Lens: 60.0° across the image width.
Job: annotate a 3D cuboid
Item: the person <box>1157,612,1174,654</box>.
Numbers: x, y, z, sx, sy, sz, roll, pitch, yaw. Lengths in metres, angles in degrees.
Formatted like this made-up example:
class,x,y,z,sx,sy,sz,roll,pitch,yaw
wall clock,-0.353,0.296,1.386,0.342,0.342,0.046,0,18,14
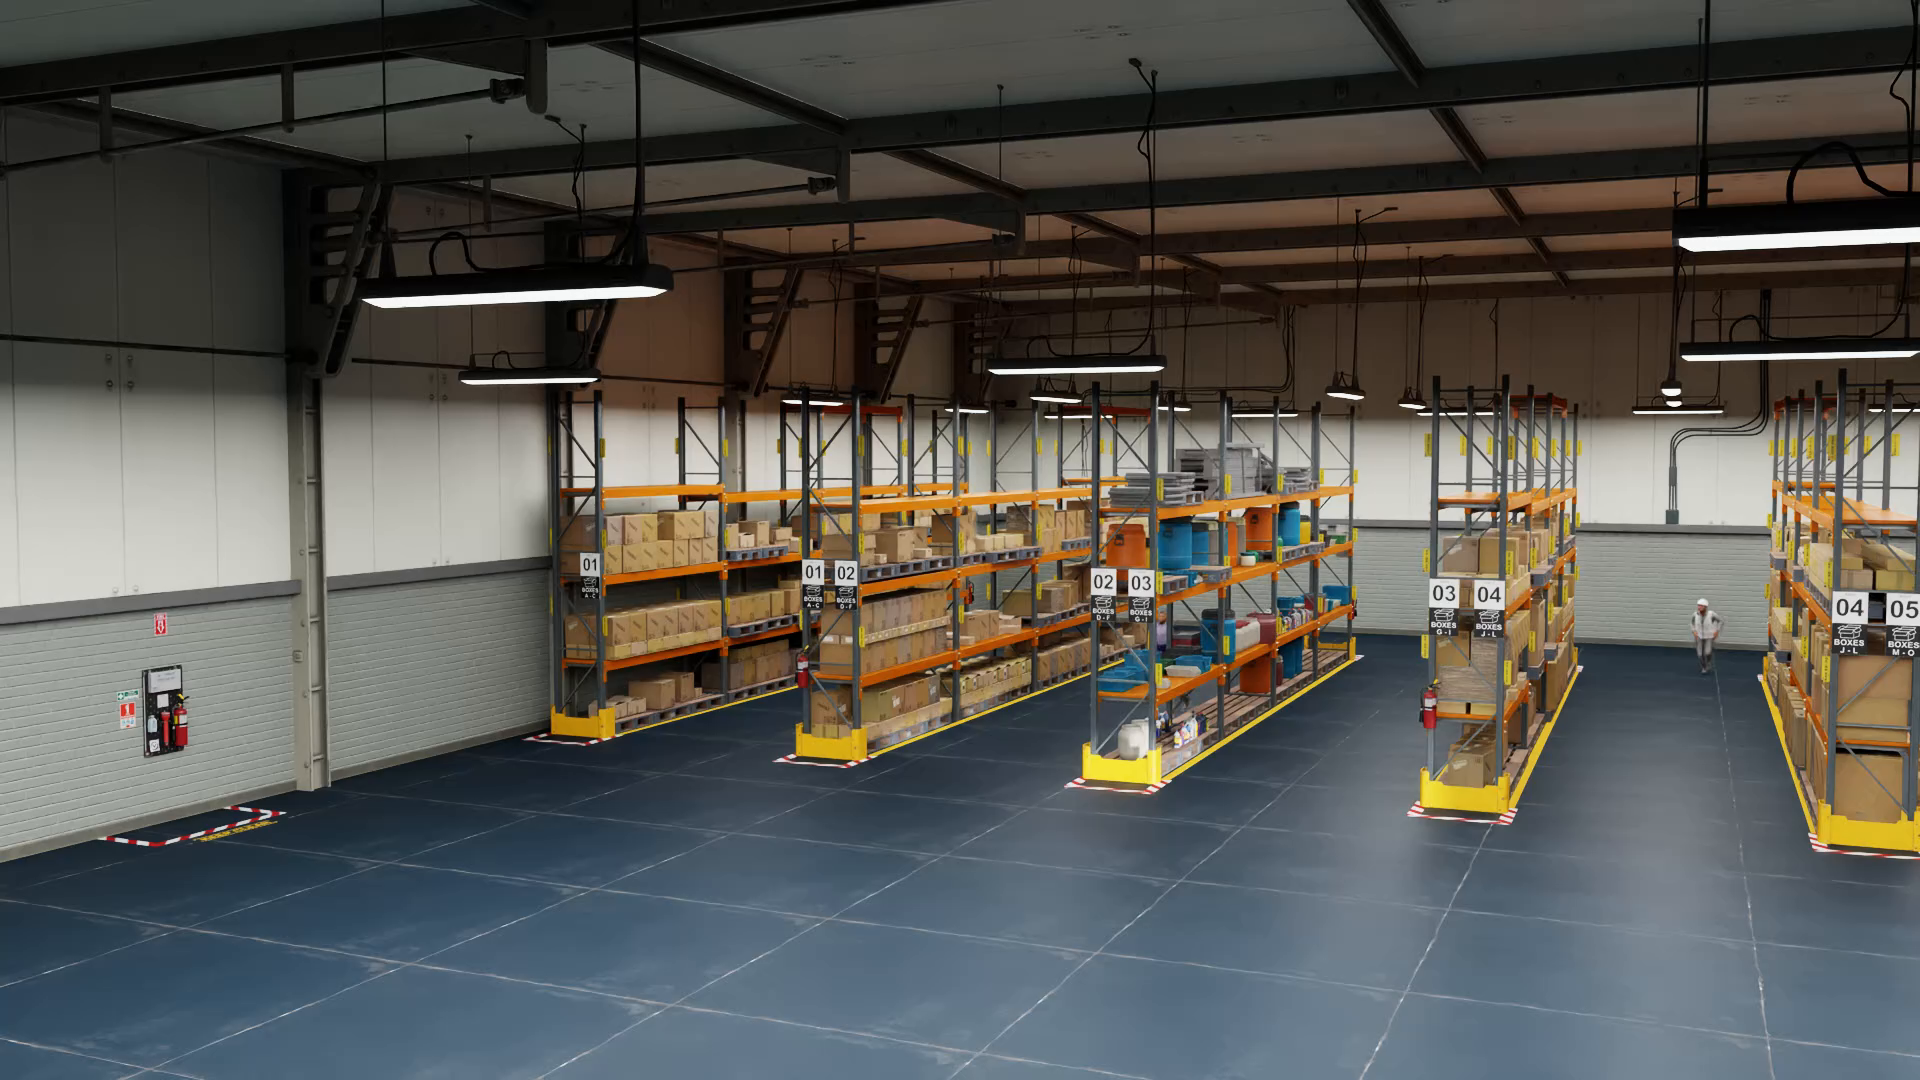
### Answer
class,x,y,z,sx,sy,sz,roll,pitch,yaw
person,4.226,2.285,34.624,0.473,1.582,1.053,1,3,14

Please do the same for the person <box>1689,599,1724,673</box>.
class,x,y,z,sx,sy,sz,roll,pitch,yaw
person,16.513,2.130,36.795,0.706,1.682,0.711,2,4,33

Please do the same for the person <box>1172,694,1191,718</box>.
class,x,y,z,sx,sy,sz,roll,pitch,yaw
person,4.045,2.499,30.862,0.876,1.551,0.449,-3,4,-40
